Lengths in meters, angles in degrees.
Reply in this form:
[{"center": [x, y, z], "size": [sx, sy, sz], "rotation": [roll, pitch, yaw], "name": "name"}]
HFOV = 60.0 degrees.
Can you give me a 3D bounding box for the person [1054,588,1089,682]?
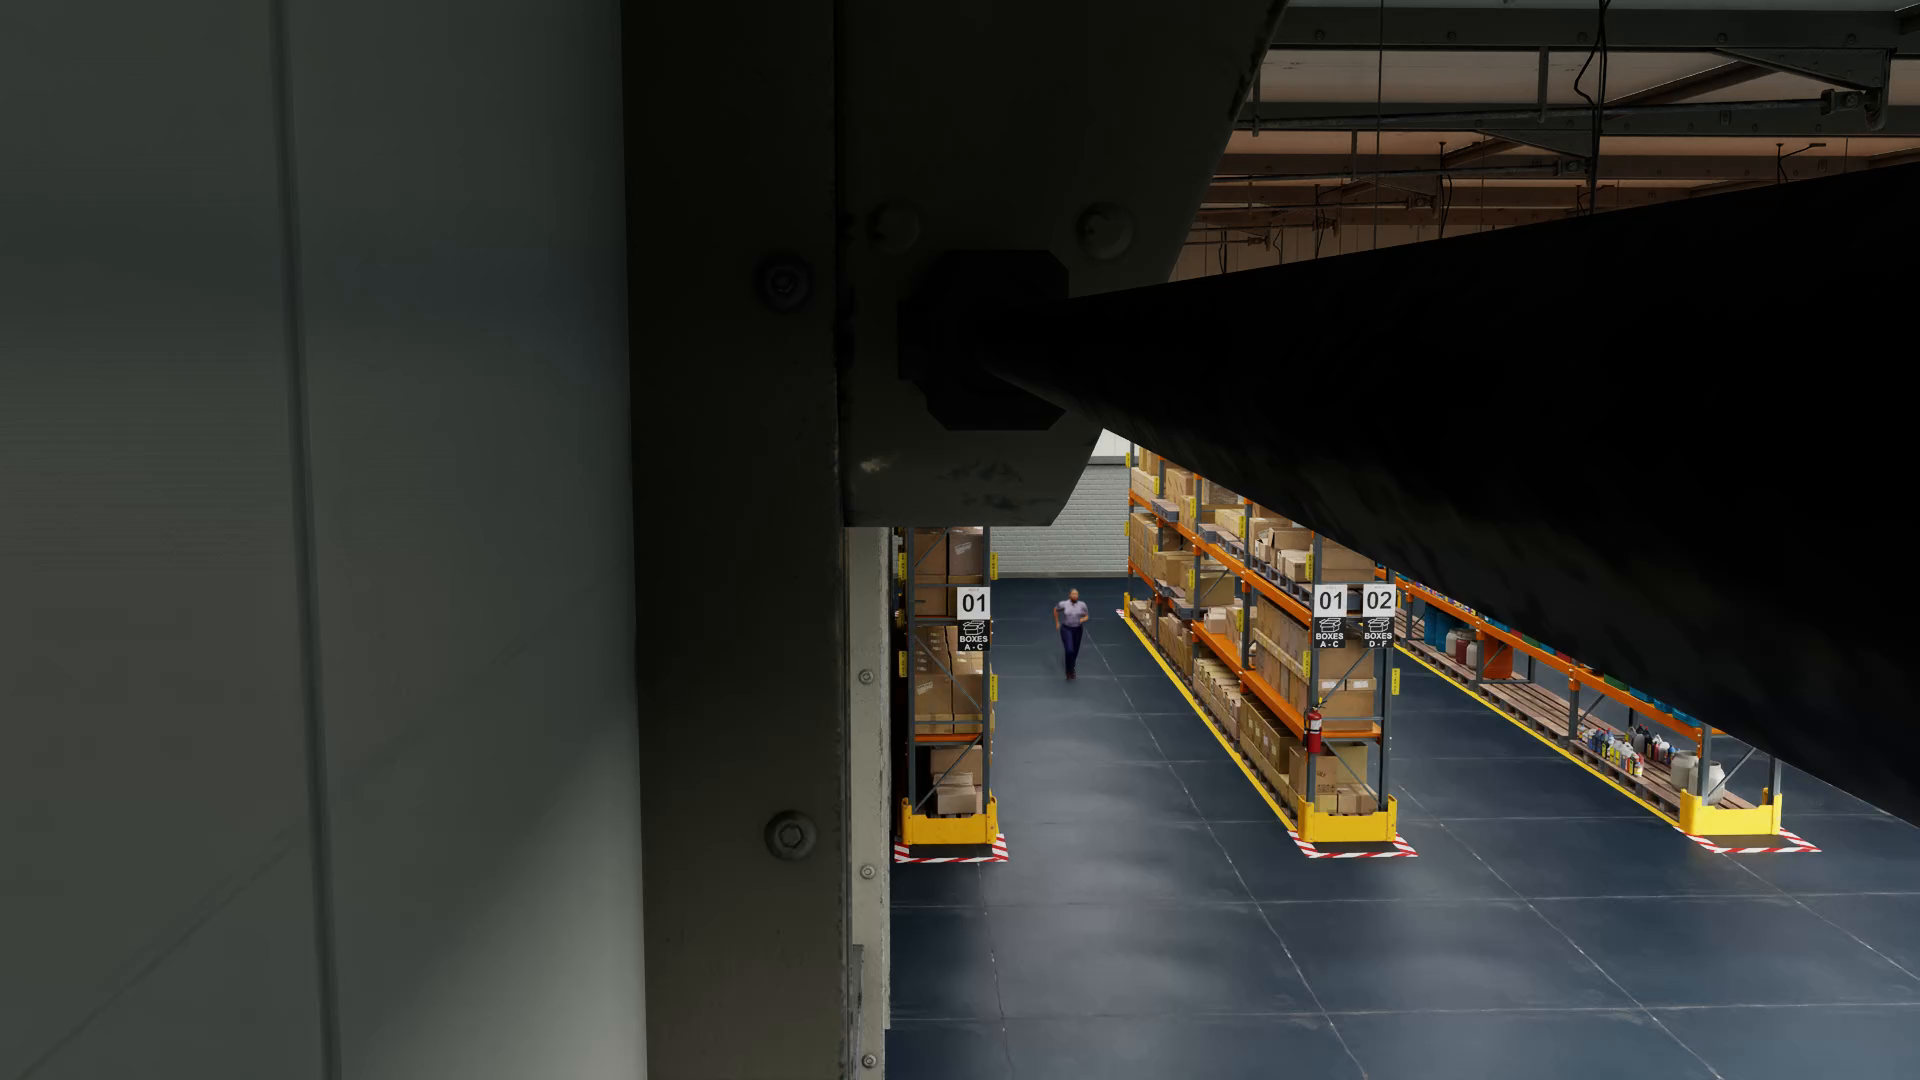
[{"center": [2.022, 1.695, 29.942], "size": [0.570, 1.706, 0.822], "rotation": [-2, 8, -14], "name": "person"}]
